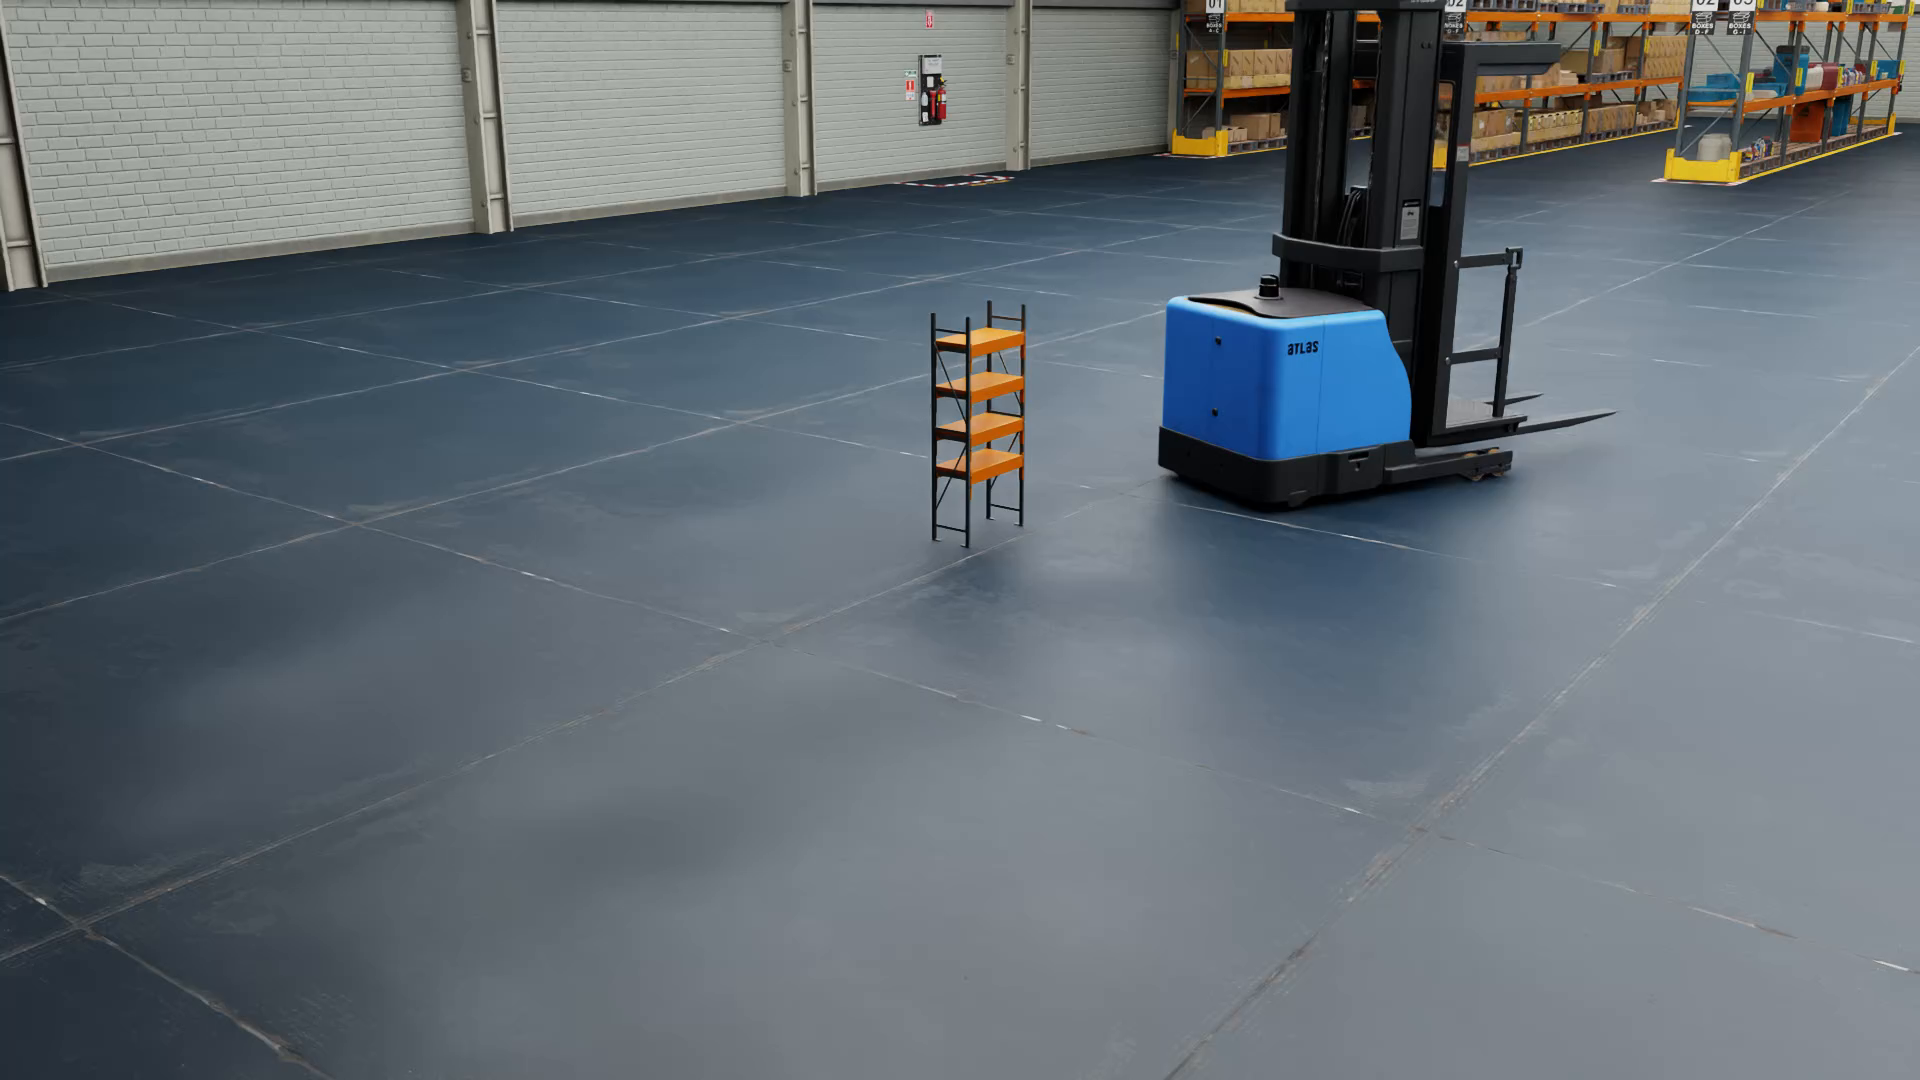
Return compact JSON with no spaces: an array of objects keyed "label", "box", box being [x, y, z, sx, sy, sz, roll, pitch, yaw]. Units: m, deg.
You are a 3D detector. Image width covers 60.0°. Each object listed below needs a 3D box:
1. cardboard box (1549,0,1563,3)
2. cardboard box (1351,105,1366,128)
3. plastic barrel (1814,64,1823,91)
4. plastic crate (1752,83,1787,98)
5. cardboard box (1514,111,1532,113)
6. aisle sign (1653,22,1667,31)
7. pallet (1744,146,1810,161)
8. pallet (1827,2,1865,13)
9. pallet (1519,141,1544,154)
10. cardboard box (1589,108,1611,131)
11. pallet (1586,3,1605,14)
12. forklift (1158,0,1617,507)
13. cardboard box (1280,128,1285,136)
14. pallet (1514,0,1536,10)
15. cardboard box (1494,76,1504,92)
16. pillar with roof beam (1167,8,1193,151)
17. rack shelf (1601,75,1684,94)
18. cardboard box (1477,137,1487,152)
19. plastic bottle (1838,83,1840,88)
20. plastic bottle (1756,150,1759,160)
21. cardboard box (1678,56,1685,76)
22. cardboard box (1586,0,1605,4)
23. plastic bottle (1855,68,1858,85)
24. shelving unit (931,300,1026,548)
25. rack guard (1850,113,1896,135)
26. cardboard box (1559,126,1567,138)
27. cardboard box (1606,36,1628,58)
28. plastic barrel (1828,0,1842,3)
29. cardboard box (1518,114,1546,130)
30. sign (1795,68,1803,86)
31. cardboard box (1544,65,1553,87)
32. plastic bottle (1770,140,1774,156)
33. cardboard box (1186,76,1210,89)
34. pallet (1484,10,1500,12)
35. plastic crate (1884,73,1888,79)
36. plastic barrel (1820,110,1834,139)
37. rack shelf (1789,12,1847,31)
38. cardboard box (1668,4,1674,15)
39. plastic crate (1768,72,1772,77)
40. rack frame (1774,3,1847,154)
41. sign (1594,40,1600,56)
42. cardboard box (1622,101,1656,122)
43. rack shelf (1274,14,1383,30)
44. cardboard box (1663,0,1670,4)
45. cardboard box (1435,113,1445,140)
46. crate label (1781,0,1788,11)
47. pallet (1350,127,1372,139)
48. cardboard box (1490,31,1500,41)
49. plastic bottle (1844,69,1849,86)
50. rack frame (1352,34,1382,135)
[{"label":"cardboard box","box":[12.475,-11.511,35.240,0.500,0.250,0.500,10,20,30]},{"label":"cardboard box","box":[9.303,-10.168,39.901,0.700,0.500,0.500,13,21,35]},{"label":"plastic barrel","box":[17.205,-9.352,33.613,0.421,0.512,0.421,0,17,0]},{"label":"plastic crate","box":[14.821,-8.246,30.491,0.499,0.251,0.616,12,21,35]},{"label":"cardboard box","box":[12.205,-9.170,36.197,0.500,0.311,0.500,12,21,34]},{"label":"aisle sign","box":[18.242,-13.673,43.331,0.394,0.787,0.004,12,21,35]},{"label":"pallet","box":[16.426,-7.783,33.450,1.003,0.211,1.213,12,21,35]},{"label":"pallet","box":[18.180,-11.089,34.654,1.003,0.211,1.213,12,21,35]},{"label":"pallet","box":[11.695,-8.356,35.294,1.003,0.211,1.213,12,21,35]},{"label":"cardboard box","box":[14.781,-9.776,38.640,0.500,0.500,0.500,12,21,34]},{"label":"pallet","box":[13.338,-11.623,36.373,1.213,0.211,1.003,14,22,37]},{"label":"forklift","box":[2.725,-1.877,9.844,3.031,2.935,1.130,-9,20,-28]},{"label":"cardboard box","box":[7.012,-9.104,37.037,0.380,0.166,0.250,9,20,28]},{"label":"pallet","box":[10.799,-10.687,33.193,1.003,0.211,1.213,12,21,35]},{"label":"cardboard box","box":[10.416,-9.200,33.144,0.700,0.500,0.500,13,21,35]},{"label":"pillar with roof beam","box":[8.103,-11.851,31.731,9.100,9.000,0.400,12,21,35]},{"label":"rack shelf","box":[17.245,-11.543,42.070,1.077,0.370,4.000,12,21,35]},{"label":"cardboard box","box":[9.995,-7.767,32.625,0.500,0.250,0.500,12,21,35]},{"label":"plastic bottle","box":[18.556,-9.706,35.137,0.061,0.283,0.133,12,21,35]},{"label":"plastic bottle","box":[14.533,-7.056,30.383,0.097,0.201,0.097,0,17,0]},{"label":"cardboard box","box":[18.389,-12.256,42.984,0.500,0.500,0.500,13,22,36]},{"label":"cardboard box","box":[13.903,-12.048,37.256,0.910,0.500,0.500,12,21,35]},{"label":"plastic bottle","box":[19.745,-10.234,36.724,0.144,0.351,0.185,12,21,35]},{"label":"shelving unit","box":[0.099,-0.612,8.693,0.258,1.200,0.503,12,21,35]},{"label":"rack guard","box":[22.417,-10.301,41.072,1.175,0.500,0.348,12,21,35]},{"label":"cardboard box","box":[12.946,-8.934,36.383,0.500,0.250,0.500,13,21,36]},{"label":"cardboard box","box":[16.147,-12.102,40.801,0.500,0.500,0.500,13,21,35]},{"label":"plastic barrel","box":[17.987,-11.554,34.403,0.600,0.830,0.708,12,21,35]},{"label":"cardboard box","box":[12.036,-8.833,35.112,0.500,0.311,0.500,12,21,34]},{"label":"sign","box":[15.698,-8.661,31.110,0.100,0.325,0.005,12,21,35]},{"label":"cardboard box","box":[12.370,-9.977,35.647,0.500,0.500,0.500,12,21,35]},{"label":"plastic bottle","box":[15.241,-7.369,31.253,0.061,0.283,0.133,14,22,37]},{"label":"cardboard box","box":[5.046,-9.510,34.530,0.500,0.250,0.500,13,21,35]},{"label":"pallet","box":[14.023,-14.449,45.307,1.003,0.211,1.213,12,21,35]},{"label":"plastic crate","box":[22.072,-11.163,39.978,0.396,0.136,0.243,12,21,35]},{"label":"plastic barrel","box":[18.597,-9.019,36.086,0.600,0.588,0.708,12,21,35]},{"label":"rack shelf","box":[16.454,-10.194,32.668,1.077,0.370,4.000,12,21,35]},{"label":"cardboard box","box":[17.438,-13.200,41.388,0.500,0.250,0.500,12,21,35]},{"label":"plastic crate","box":[15.670,-8.939,32.498,0.392,0.384,0.575,12,21,35]},{"label":"rack frame","box":[17.646,-9.581,34.540,1.000,3.000,0.127,12,21,35]},{"label":"sign","box":[14.118,-10.913,36.876,0.100,0.325,0.005,12,21,35]},{"label":"cardboard box","box":[17.169,-10.877,42.178,0.797,0.503,0.637,12,21,35]},{"label":"rack shelf","box":[8.498,-11.945,38.305,1.077,0.370,4.000,12,21,35]},{"label":"cardboard box","box":[17.147,-13.318,40.926,0.500,0.250,0.500,12,21,35]},{"label":"cardboard box","box":[8.984,-7.978,32.041,0.500,0.500,0.500,12,21,35]},{"label":"crate label","box":[14.260,-9.425,29.229,0.502,0.251,0.408,12,21,35]},{"label":"pallet","box":[9.223,-9.815,39.992,1.003,0.211,1.213,12,21,35]},{"label":"cardboard box","box":[10.131,-9.707,32.588,0.700,0.500,0.500,12,21,35]},{"label":"plastic bottle","box":[19.088,-9.972,35.879,0.144,0.351,0.185,12,21,35]},{"label":"rack frame","box":[9.690,-11.332,40.177,1.000,3.000,0.127,12,21,35]}]
